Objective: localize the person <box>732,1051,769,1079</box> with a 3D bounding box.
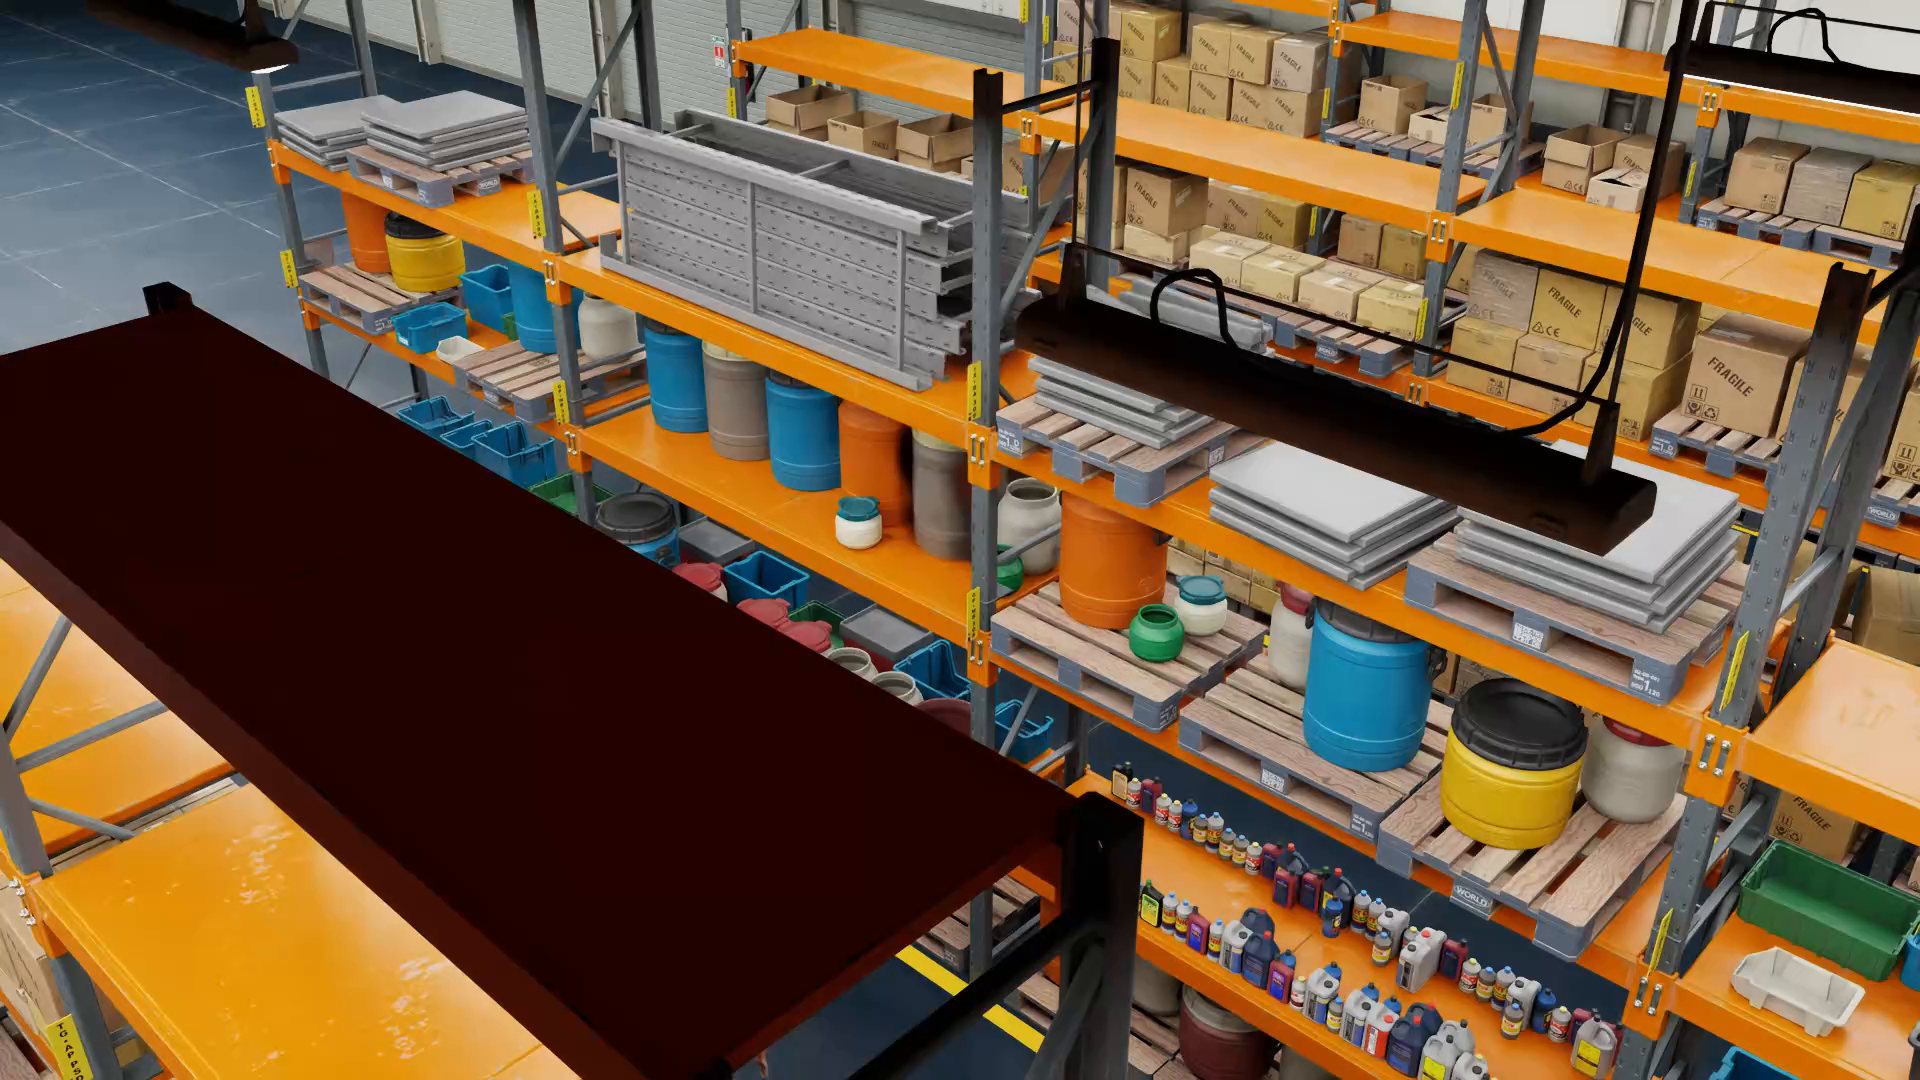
[{"bbox_3d":[-1.393,2.902,9.414,1.064,1.612,0.422,22,36,33],"label":"person"}]
